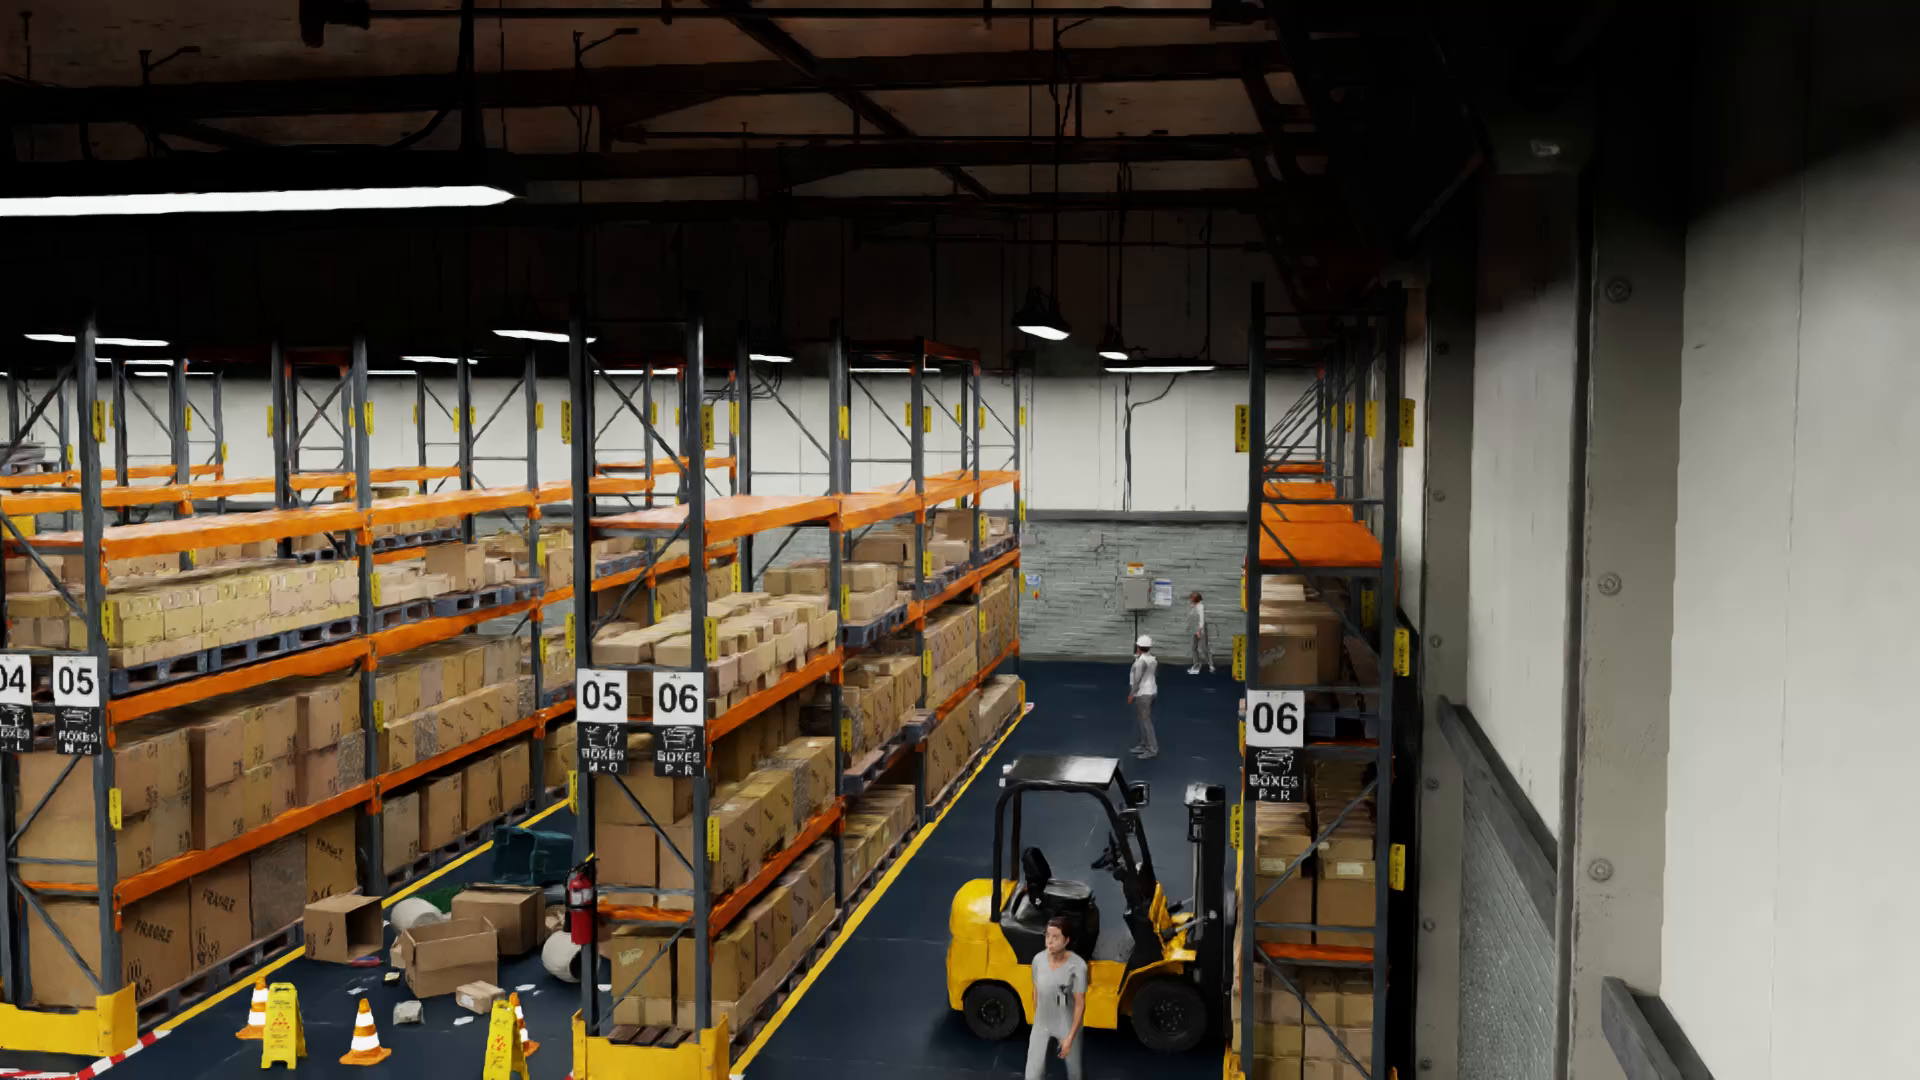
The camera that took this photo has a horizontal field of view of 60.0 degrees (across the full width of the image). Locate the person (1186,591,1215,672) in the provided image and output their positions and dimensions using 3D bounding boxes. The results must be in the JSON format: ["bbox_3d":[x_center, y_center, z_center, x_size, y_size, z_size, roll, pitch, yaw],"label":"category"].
[{"bbox_3d":[4.689,1.779,32.301,0.552,1.581,0.463,-2,5,-20],"label":"person"}]

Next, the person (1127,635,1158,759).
[{"bbox_3d":[2.731,2.303,24.611,0.519,1.798,0.596,2,5,28],"label":"person"}]

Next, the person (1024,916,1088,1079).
[{"bbox_3d":[0.686,3.415,11.602,0.446,1.596,1.006,2,5,20],"label":"person"}]
